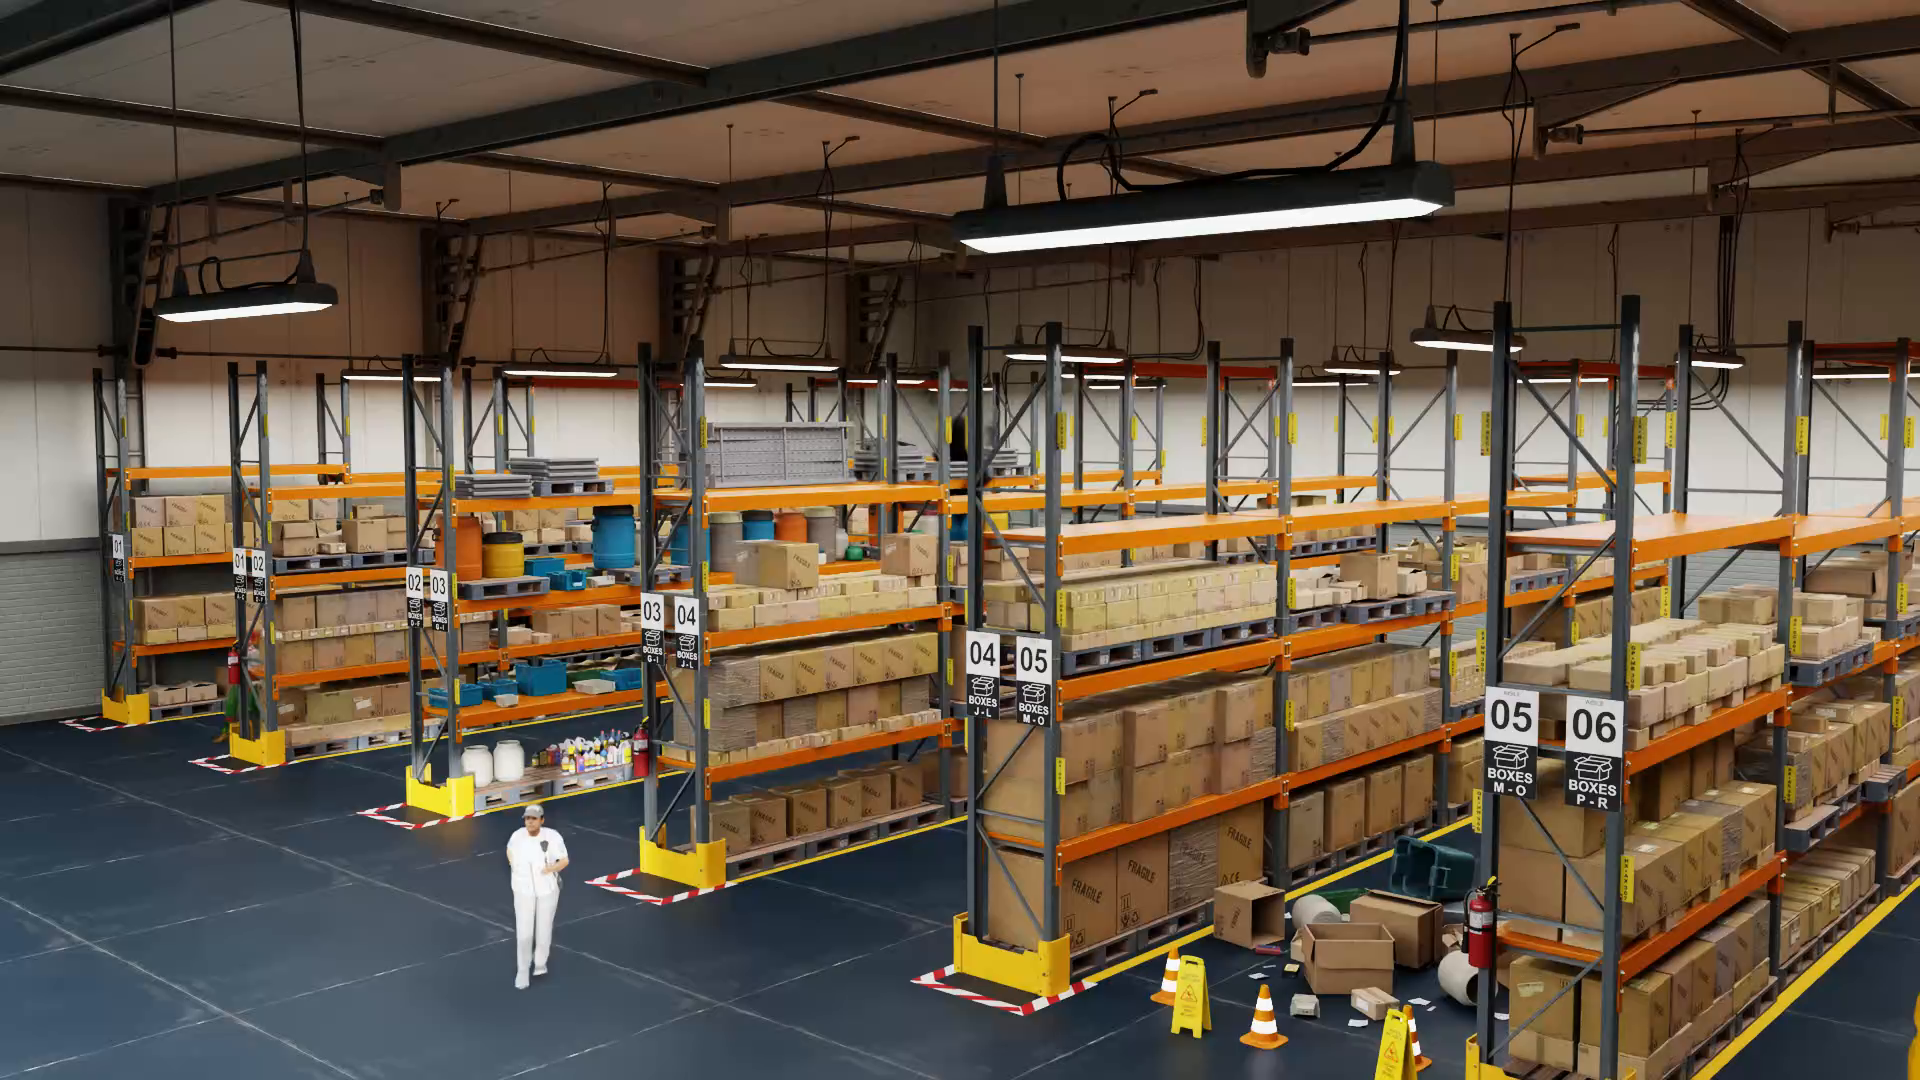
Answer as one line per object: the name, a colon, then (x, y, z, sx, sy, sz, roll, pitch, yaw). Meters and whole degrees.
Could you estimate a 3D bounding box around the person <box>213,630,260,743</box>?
person: (-11.387, 2.313, 26.544, 0.694, 1.780, 0.962, 3, 5, 38)

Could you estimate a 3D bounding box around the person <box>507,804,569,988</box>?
person: (-3.853, 3.242, 15.163, 0.574, 1.704, 0.697, -1, 4, -10)
